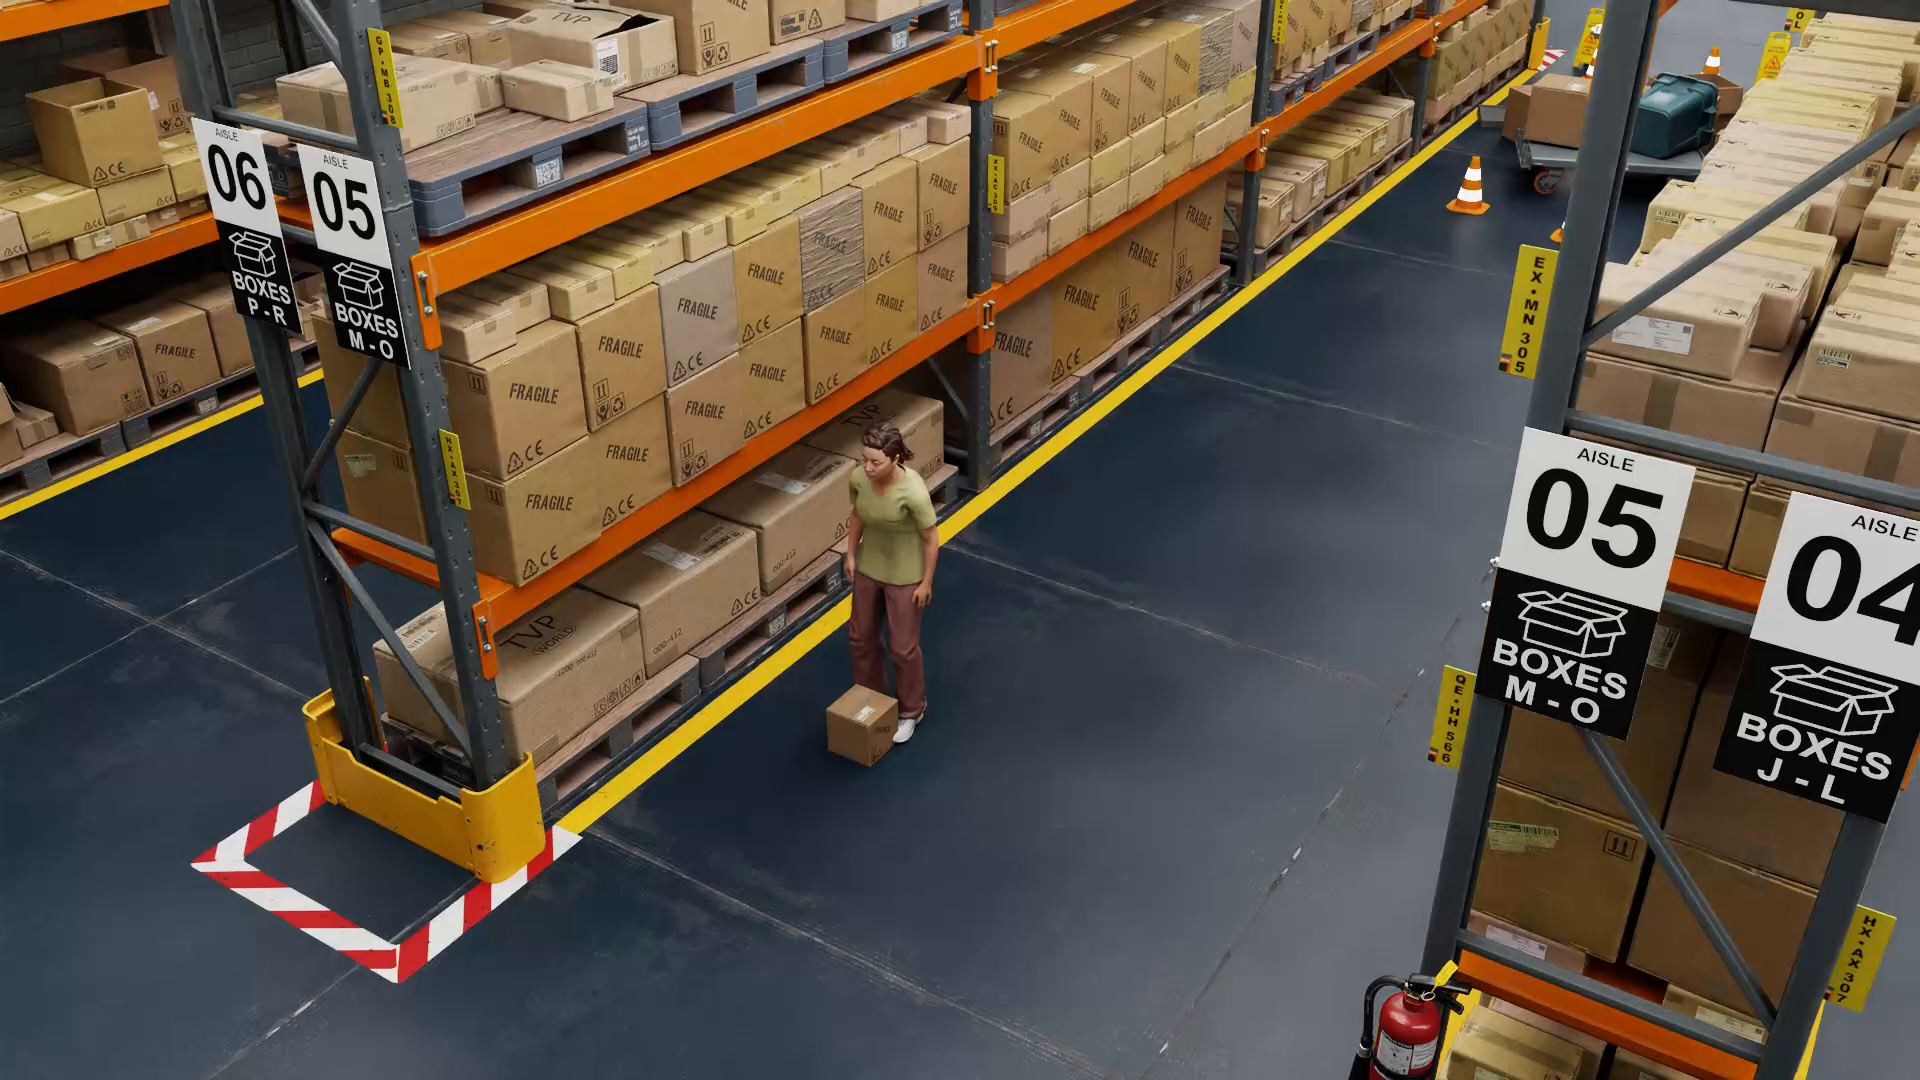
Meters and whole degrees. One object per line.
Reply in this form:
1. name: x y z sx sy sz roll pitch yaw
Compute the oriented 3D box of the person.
1. person: -0.343 0.176 7.886 0.496 1.672 0.360 18 35 28
